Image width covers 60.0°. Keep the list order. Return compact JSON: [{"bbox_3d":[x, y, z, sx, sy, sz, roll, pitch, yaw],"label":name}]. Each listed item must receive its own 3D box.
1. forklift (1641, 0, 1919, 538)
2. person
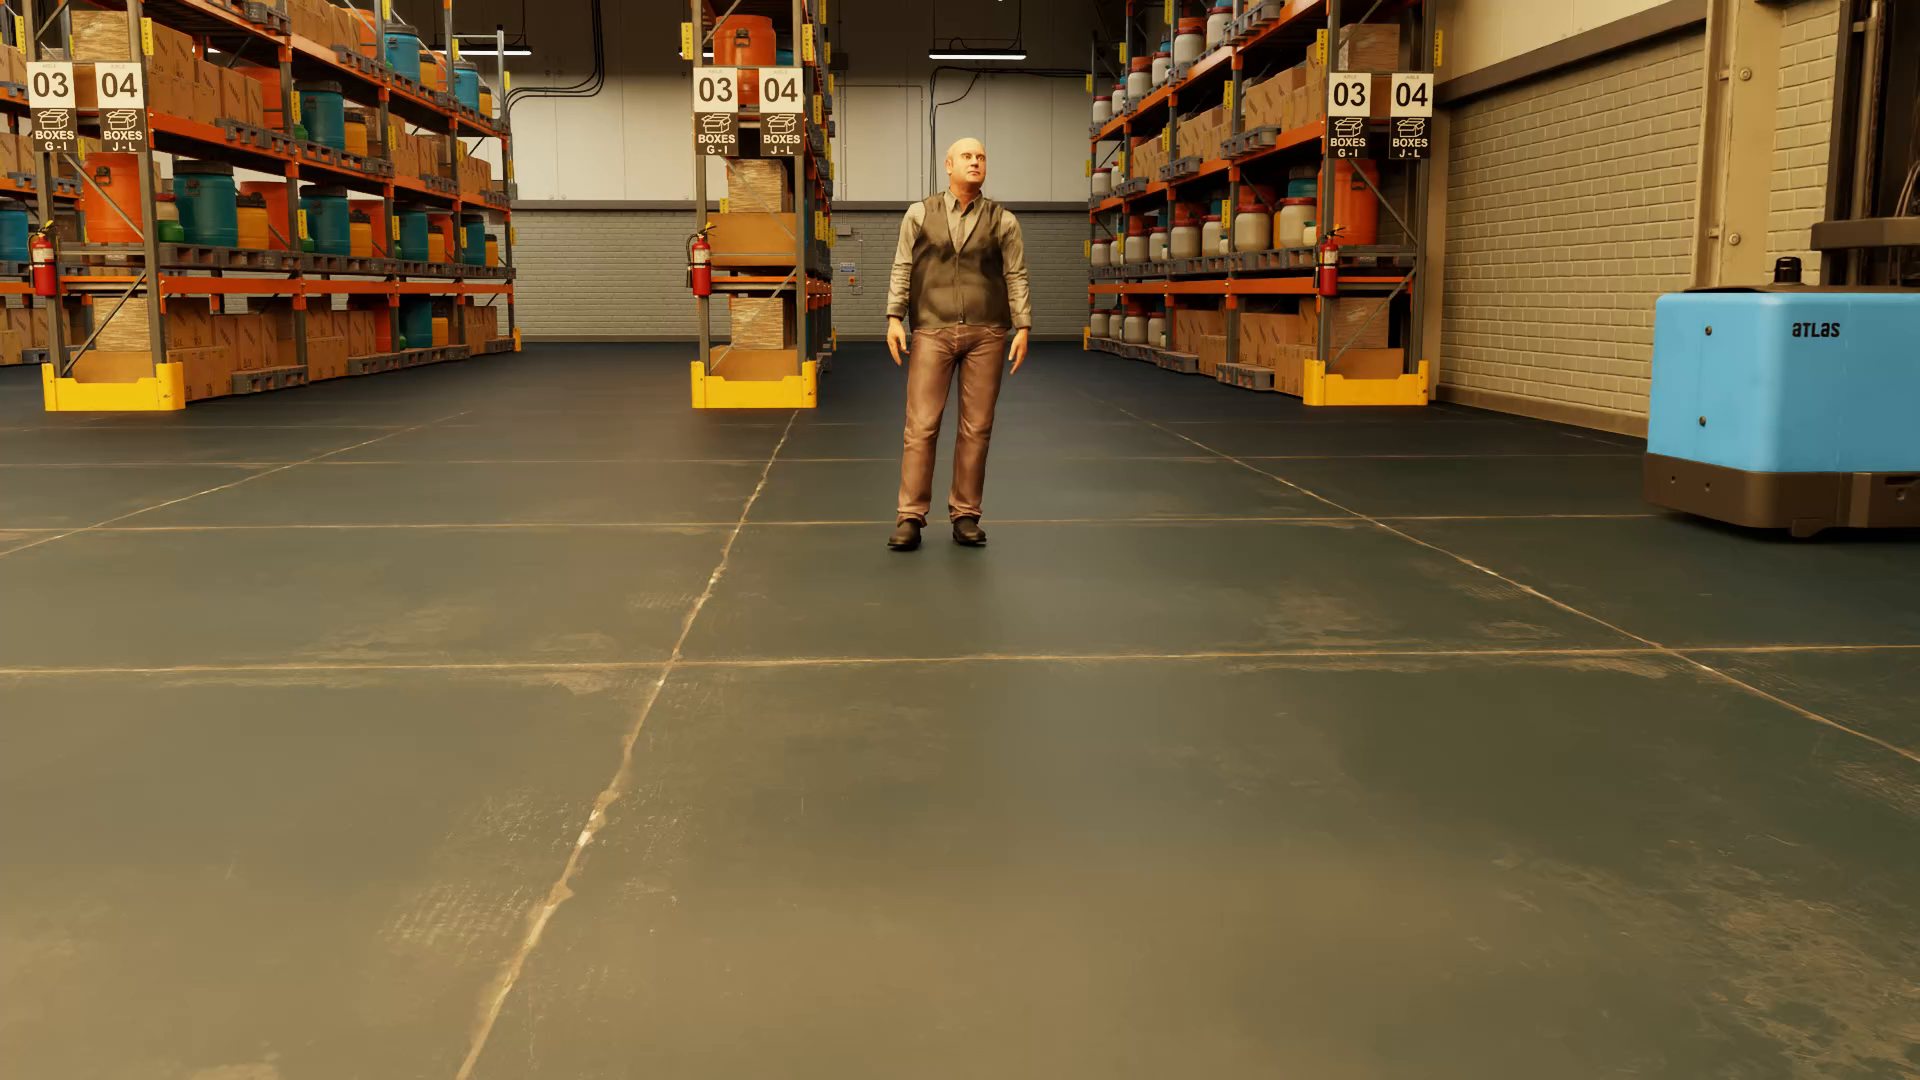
[{"bbox_3d":[4.862,-1.524,7.592,3.031,2.935,1.130,-1,8,-5],"label":"forklift"},{"bbox_3d":[-0.003,-0.849,7.120,0.633,1.722,0.566,-1,8,-4],"label":"person"}]
